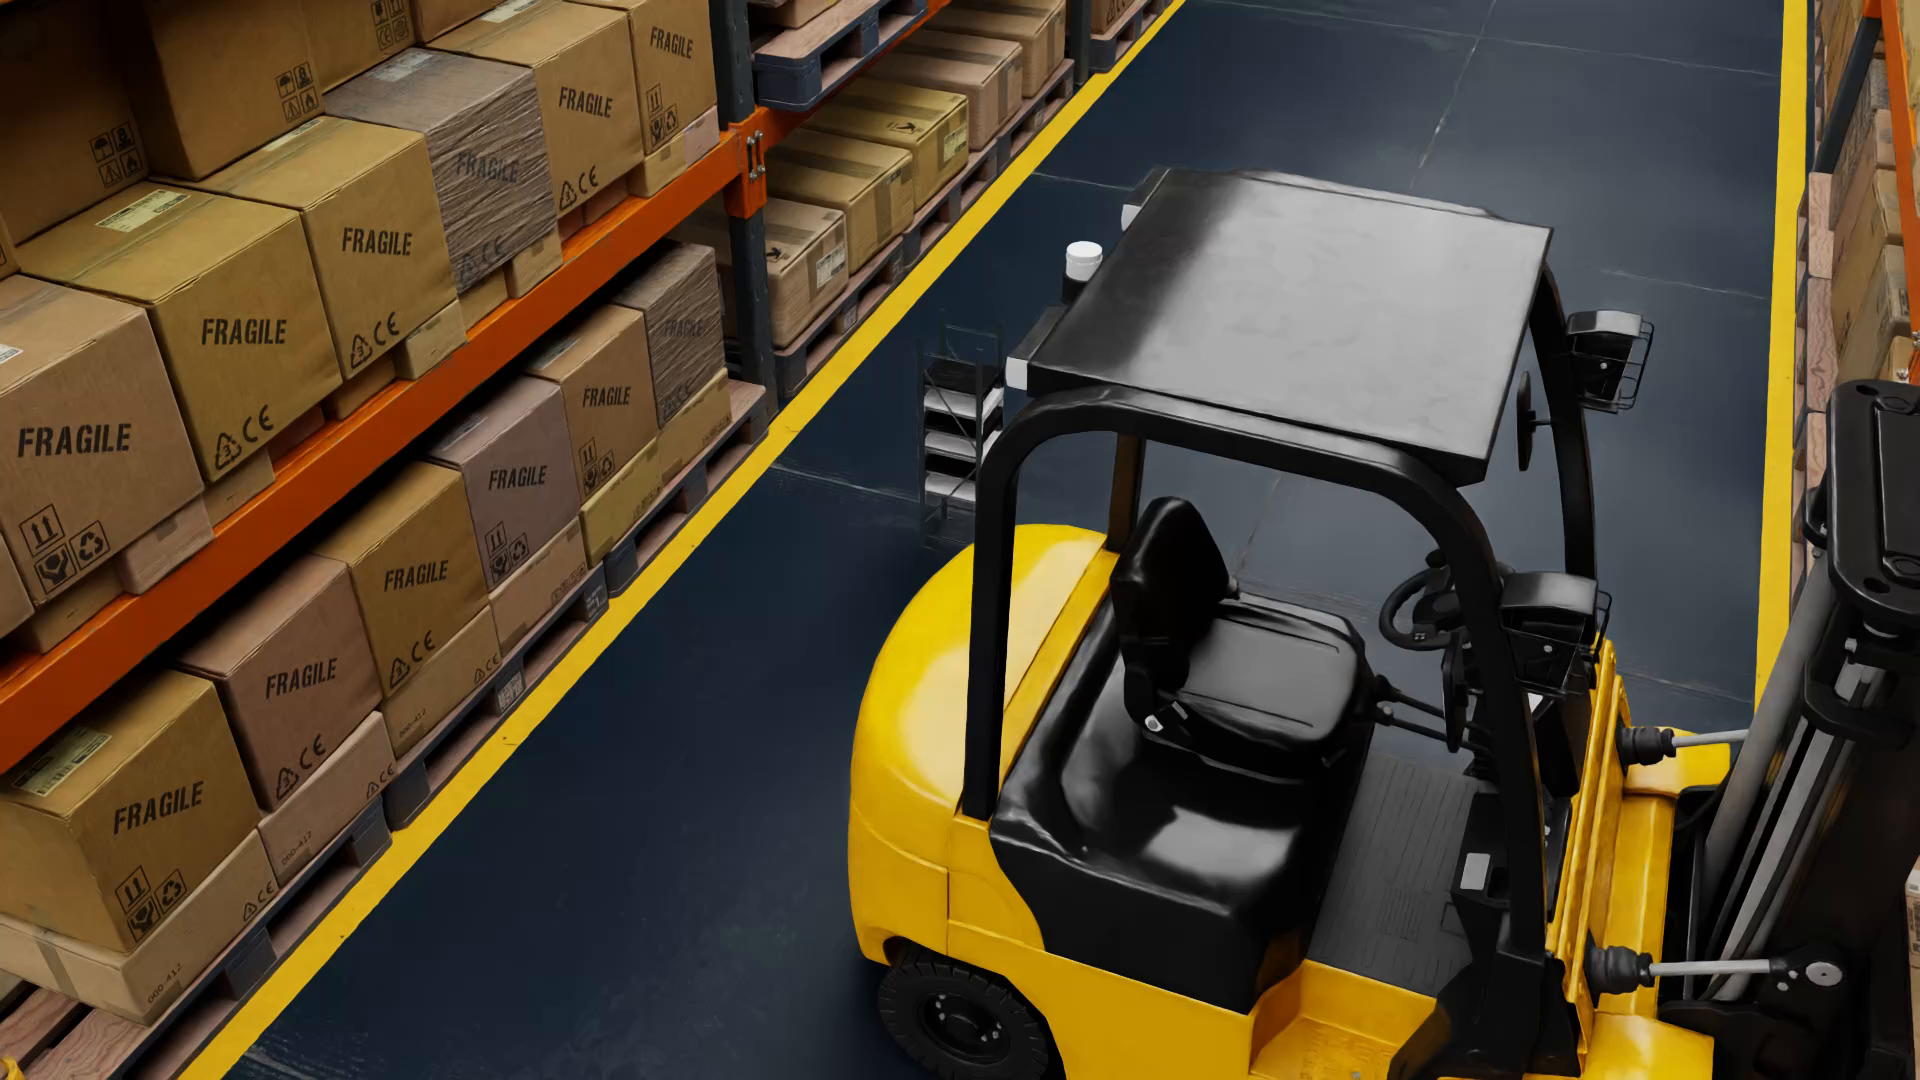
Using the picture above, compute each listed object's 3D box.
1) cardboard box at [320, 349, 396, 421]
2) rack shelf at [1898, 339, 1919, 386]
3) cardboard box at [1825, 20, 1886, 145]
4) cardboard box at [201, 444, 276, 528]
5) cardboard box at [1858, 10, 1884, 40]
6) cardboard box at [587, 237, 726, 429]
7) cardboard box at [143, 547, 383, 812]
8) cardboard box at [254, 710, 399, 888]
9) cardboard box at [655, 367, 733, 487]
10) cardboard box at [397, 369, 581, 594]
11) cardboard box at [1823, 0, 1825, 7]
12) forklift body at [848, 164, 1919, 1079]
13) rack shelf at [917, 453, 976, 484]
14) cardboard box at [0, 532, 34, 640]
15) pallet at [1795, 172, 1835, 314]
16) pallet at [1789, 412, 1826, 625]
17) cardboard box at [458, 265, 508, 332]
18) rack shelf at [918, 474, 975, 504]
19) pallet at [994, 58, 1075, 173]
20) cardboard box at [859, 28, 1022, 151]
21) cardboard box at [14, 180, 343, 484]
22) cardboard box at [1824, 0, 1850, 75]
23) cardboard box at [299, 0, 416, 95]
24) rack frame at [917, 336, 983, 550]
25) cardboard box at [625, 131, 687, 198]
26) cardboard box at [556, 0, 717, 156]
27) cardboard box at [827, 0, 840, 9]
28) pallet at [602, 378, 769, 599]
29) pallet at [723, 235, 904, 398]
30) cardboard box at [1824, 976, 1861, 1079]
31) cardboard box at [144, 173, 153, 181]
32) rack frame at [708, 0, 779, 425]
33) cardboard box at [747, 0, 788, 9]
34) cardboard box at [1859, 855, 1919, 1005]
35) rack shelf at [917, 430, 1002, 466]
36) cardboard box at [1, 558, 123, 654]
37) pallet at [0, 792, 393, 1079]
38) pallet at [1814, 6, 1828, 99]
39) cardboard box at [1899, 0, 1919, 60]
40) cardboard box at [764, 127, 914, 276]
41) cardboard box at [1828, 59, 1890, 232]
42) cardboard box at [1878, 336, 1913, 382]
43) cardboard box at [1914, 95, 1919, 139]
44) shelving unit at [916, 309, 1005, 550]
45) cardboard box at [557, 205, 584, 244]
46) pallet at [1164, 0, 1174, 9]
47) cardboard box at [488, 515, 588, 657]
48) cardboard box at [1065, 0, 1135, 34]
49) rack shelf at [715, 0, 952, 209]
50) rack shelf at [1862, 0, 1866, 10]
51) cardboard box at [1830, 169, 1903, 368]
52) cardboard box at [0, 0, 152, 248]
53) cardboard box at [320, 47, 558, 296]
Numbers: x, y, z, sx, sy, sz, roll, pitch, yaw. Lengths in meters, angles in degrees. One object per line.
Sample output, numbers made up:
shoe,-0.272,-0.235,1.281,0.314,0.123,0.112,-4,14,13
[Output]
cardboard box,-1.806,-0.488,4.607,0.380,0.149,0.250,13,39,17
rack shelf,2.588,0.713,3.391,1.077,0.370,4.000,14,39,18
cardboard box,4.833,-2.347,8.622,0.500,0.500,0.500,15,39,19
cardboard box,-1.979,-0.189,4.207,0.380,0.149,0.250,15,39,19
cardboard box,4.824,-2.655,8.492,0.380,0.149,0.250,12,38,16
cardboard box,-1.220,-0.789,6.120,0.500,0.500,0.500,13,39,17
cardboard box,-1.999,0.349,4.597,0.500,0.500,0.500,12,39,16
cardboard box,-2.001,0.672,4.791,0.500,0.250,0.500,15,39,19
cardboard box,-1.219,-0.489,6.345,0.500,0.250,0.500,16,40,20
cardboard box,-1.605,-0.225,5.365,0.500,0.500,0.500,16,40,20
cardboard box,5.613,-3.490,10.150,0.500,0.500,0.500,13,39,16
forklift body,0.861,0.407,3.909,2.313,2.155,1.214,14,39,18
rack shelf,0.003,-0.266,6.060,0.258,0.077,0.200,14,39,18
cardboard box,-2.328,0.046,3.352,0.500,0.500,0.500,13,39,17
pallet,4.521,-1.333,7.857,1.003,0.211,1.213,14,39,18
pallet,3.593,0.018,6.050,1.003,0.211,1.213,14,39,18
cardboard box,-1.592,-0.765,4.977,0.380,0.149,0.250,13,39,17
rack shelf,0.003,-0.194,6.114,0.258,0.077,0.200,14,39,18
pallet,-0.020,-2.476,9.387,1.003,0.211,1.213,14,39,18
cardboard box,-0.219,-2.420,8.827,0.950,0.372,0.625,13,39,17
cardboard box,-1.941,-0.524,4.114,0.500,0.500,0.500,13,39,17
cardboard box,5.230,-2.912,9.378,0.500,0.500,0.500,16,39,20
cardboard box,-2.042,-1.627,4.754,0.700,0.500,0.500,13,39,17
rack frame,-0.036,-0.309,5.911,0.240,0.900,0.006,14,39,18
cardboard box,-1.172,-1.323,5.725,0.380,0.149,0.250,15,39,19
cardboard box,-1.182,-1.667,5.643,0.500,0.500,0.500,13,39,17
cardboard box,-0.637,-2.249,6.612,0.380,0.149,0.250,15,39,19
pallet,-1.466,-0.314,6.494,1.003,0.211,1.213,14,39,18
pallet,-0.948,-1.125,7.579,1.003,0.211,1.213,14,39,18
cardboard box,2.294,1.083,3.824,0.500,0.250,0.500,14,39,18
cardboard box,-2.215,-0.947,4.680,0.500,0.500,0.500,14,39,18
rack frame,-1.243,-1.811,6.167,1.000,3.000,0.127,14,39,18
cardboard box,-0.799,-2.332,6.182,0.500,0.500,0.500,15,39,19
cardboard box,2.285,0.895,3.658,0.500,0.250,0.500,13,39,17
rack shelf,0.003,-0.338,6.007,0.258,0.077,0.200,14,39,18
cardboard box,-2.185,0.092,3.831,0.380,0.149,0.250,13,39,16
pallet,-2.394,1.037,4.686,1.003,0.211,1.213,14,39,18
pallet,5.655,-2.858,9.897,1.003,0.211,1.213,14,39,18
cardboard box,4.090,-2.083,6.656,0.500,0.250,0.500,13,39,16
cardboard box,-0.775,-1.616,7.751,0.950,0.372,0.625,16,40,21
cardboard box,4.621,-1.772,7.748,0.875,0.625,0.625,15,39,19
cardboard box,3.537,-0.191,5.632,0.875,0.625,0.625,16,40,20
cardboard box,3.702,-1.508,5.888,0.500,0.250,0.500,14,39,18
shelving unit,0.003,-0.365,5.987,0.258,0.900,0.210,14,39,18
cardboard box,-1.451,-1.062,5.375,0.380,0.149,0.250,13,39,17
pallet,1.114,-4.001,11.427,1.003,0.211,1.213,14,39,18
cardboard box,-1.611,0.088,5.572,0.500,0.250,0.500,14,39,18
cardboard box,0.619,-3.706,10.127,0.875,0.875,0.875,14,39,17
rack shelf,-0.482,-2.630,7.864,1.077,0.370,4.000,14,39,18
rack shelf,5.632,-3.716,9.317,1.077,0.370,4.000,14,39,18
cardboard box,4.123,-1.035,6.762,0.875,0.625,0.625,12,38,16
cardboard box,-2.474,-1.073,4.013,0.700,0.500,0.500,13,39,17
cardboard box,-1.565,-1.093,4.874,0.500,0.500,0.500,15,39,19
